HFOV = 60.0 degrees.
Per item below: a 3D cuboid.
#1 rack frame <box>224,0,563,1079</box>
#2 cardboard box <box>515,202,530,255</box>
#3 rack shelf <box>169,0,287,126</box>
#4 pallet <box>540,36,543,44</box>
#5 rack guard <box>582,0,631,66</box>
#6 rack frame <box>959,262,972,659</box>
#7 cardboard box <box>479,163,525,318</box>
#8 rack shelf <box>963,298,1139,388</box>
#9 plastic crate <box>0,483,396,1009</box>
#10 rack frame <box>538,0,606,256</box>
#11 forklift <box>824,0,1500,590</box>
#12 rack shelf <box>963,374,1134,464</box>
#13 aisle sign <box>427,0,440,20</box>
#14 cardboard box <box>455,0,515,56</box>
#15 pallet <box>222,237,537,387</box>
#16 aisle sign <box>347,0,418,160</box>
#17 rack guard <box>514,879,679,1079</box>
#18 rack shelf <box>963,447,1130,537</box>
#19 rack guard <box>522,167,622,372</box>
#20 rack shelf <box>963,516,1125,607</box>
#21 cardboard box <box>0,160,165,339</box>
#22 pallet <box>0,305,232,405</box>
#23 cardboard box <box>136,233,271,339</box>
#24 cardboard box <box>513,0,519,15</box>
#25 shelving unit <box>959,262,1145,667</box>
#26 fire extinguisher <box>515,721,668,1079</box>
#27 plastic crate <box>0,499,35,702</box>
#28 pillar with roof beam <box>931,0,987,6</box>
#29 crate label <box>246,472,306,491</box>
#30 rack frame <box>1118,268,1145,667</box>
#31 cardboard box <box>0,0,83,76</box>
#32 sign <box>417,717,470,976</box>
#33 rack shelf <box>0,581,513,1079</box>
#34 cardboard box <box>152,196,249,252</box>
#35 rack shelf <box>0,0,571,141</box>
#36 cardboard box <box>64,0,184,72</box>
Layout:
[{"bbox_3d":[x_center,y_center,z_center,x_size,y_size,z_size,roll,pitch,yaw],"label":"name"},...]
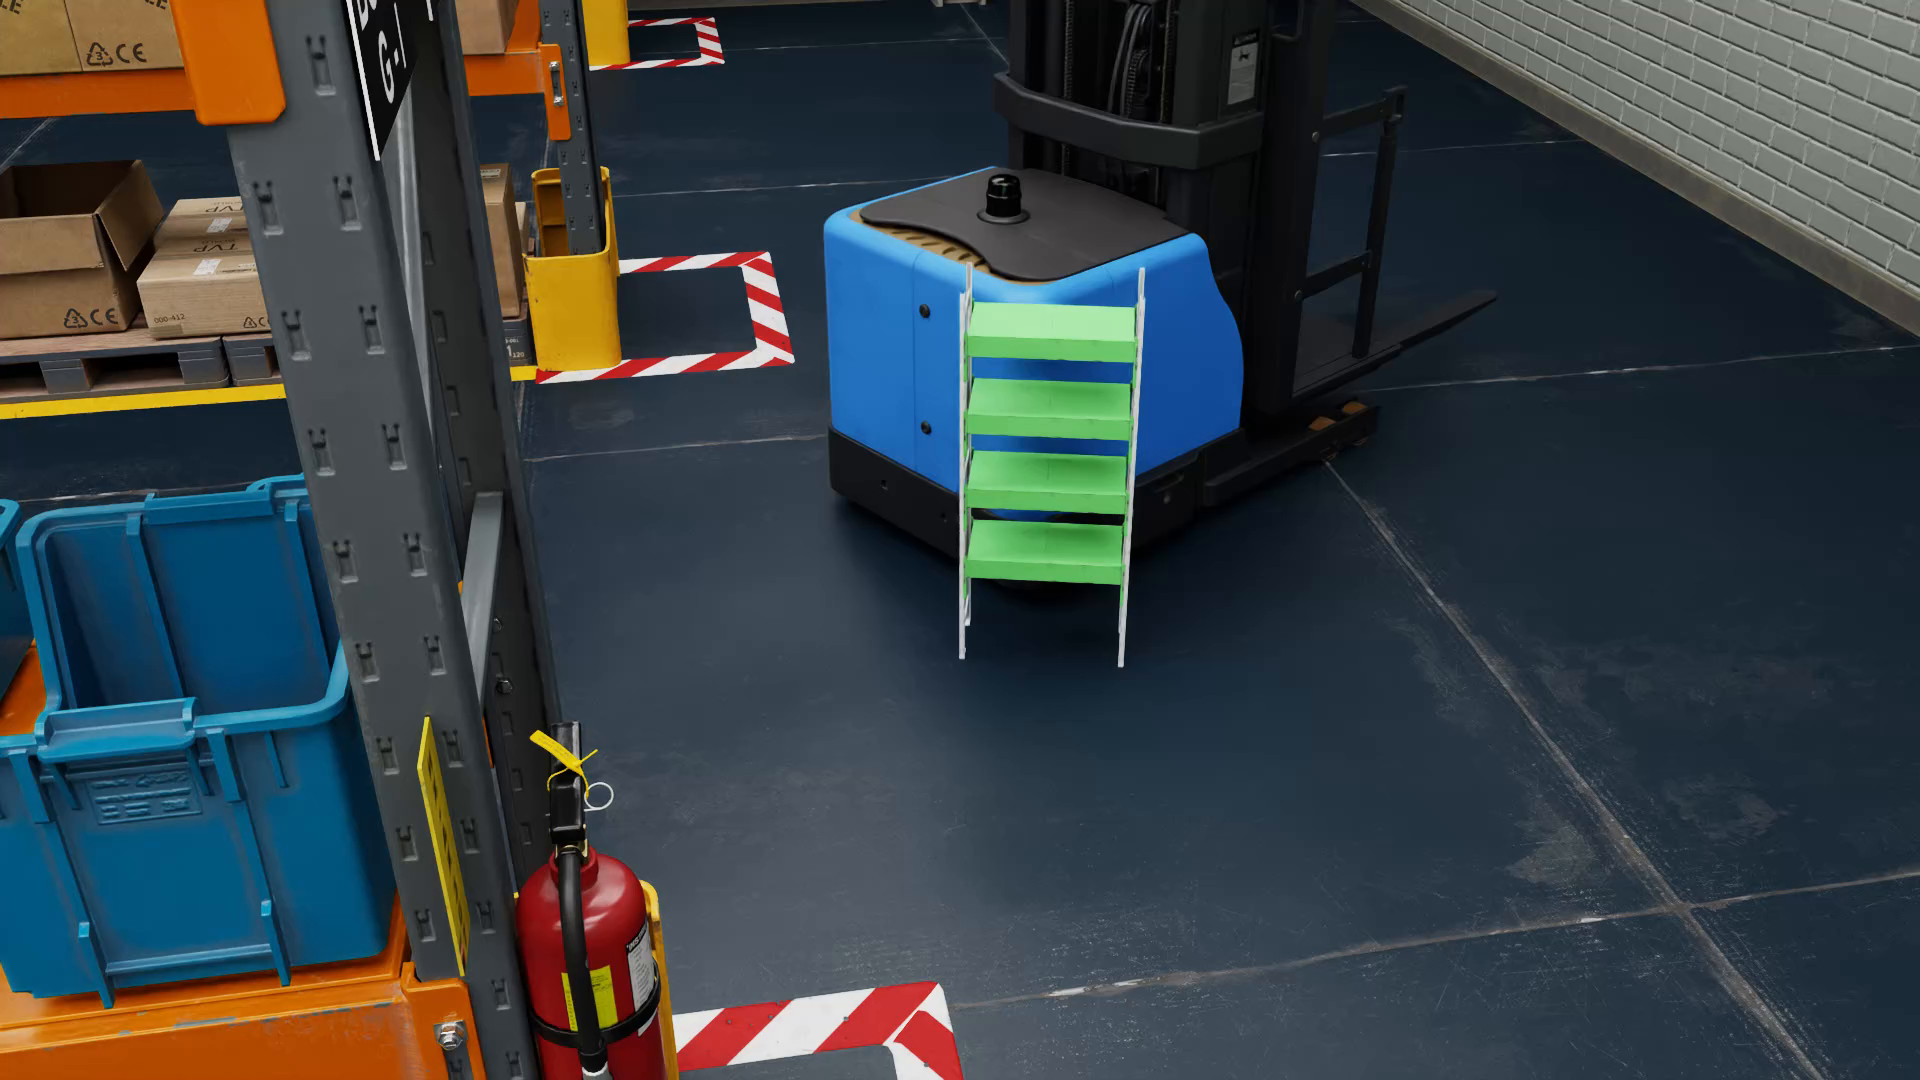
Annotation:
[{"bbox_3d":[-0.733,0.171,2.500,0.053,2.616,0.949,-5,31,-9],"label":"rack frame"},{"bbox_3d":[-2.095,-1.395,7.541,0.250,0.149,0.380,-5,31,-9],"label":"cardboard box"},{"bbox_3d":[-2.700,-0.631,1.615,4.000,0.370,1.077,-5,31,-9],"label":"rack shelf"},{"bbox_3d":[-3.290,-3.456,11.420,1.213,0.211,1.003,-5,31,-9],"label":"pallet"},{"bbox_3d":[-2.494,-3.695,11.541,0.348,0.500,1.175,-5,31,-9],"label":"rack guard"},{"bbox_3d":[0.017,-0.211,4.925,0.015,1.200,0.240,3,31,4],"label":"rack frame"},{"bbox_3d":[-2.112,-1.241,6.933,0.500,0.500,0.500,-5,31,-9],"label":"cardboard box"},{"bbox_3d":[0.260,-0.559,4.695,0.480,0.148,0.258,3,31,4],"label":"rack shelf"},{"bbox_3d":[-1.029,0.252,2.269,0.499,0.435,0.616,-5,31,-9],"label":"plastic crate"},{"bbox_3d":[-1.622,-2.301,6.704,0.127,3.000,1.000,-5,31,-9],"label":"rack frame"},{"bbox_3d":[0.964,-1.732,5.804,3.031,2.935,1.130,-25,39,-36],"label":"forklift"},{"bbox_3d":[0.260,-0.352,4.817,0.480,0.148,0.258,3,31,4],"label":"rack shelf"},{"bbox_3d":[-0.716,-1.106,2.107,0.004,0.787,0.394,-5,31,-9],"label":"aisle sign"},{"bbox_3d":[-2.013,-2.167,6.378,0.500,0.500,0.500,-4,31,-7],"label":"cardboard box"},{"bbox_3d":[-2.480,-1.019,7.274,1.213,0.211,1.003,-5,31,-9],"label":"pallet"},{"bbox_3d":[-0.610,-0.812,1.607,0.004,0.787,0.394,-5,31,-9],"label":"aisle sign"},{"bbox_3d":[-0.712,1.238,3.151,0.348,0.500,1.175,-5,31,-9],"label":"rack guard"},{"bbox_3d":[0.260,-0.145,4.939,0.480,0.148,0.258,3,31,4],"label":"rack shelf"},{"bbox_3d":[-1.696,-1.216,7.326,0.348,0.500,1.175,-5,31,-9],"label":"rack guard"},{"bbox_3d":[0.260,0.062,5.060,0.480,0.148,0.258,3,31,4],"label":"rack shelf"},{"bbox_3d":[-3.709,-1.223,6.900,0.637,0.503,0.797,-5,31,-9],"label":"cardboard box"},{"bbox_3d":[-3.678,-0.909,7.088,1.213,0.211,1.003,-5,31,-9],"label":"pallet"},{"bbox_3d":[-3.052,-1.061,6.874,0.500,0.250,0.500,-5,31,-9],"label":"cardboard box"},{"bbox_3d":[-2.106,-2.435,6.833,0.500,0.500,0.500,-5,31,-8],"label":"cardboard box"},{"bbox_3d":[0.260,-0.200,4.906,0.503,1.200,0.258,3,31,4],"label":"shelving unit"},{"bbox_3d":[-0.503,0.576,2.255,0.183,0.674,0.296,-5,31,-9],"label":"fire extinguisher"},{"bbox_3d":[-1.683,0.134,2.669,0.300,0.233,0.416,-5,31,-9],"label":"plastic crate"},{"bbox_3d":[0.758,-5.888,6.885,0.400,9.000,9.100,-5,31,-9],"label":"pillar with roof beam"},{"bbox_3d":[-1.035,0.074,2.771,0.303,0.233,0.416,-5,31,-9],"label":"crate label"},{"bbox_3d":[0.503,-0.189,4.887,0.015,1.200,0.240,3,31,4],"label":"rack frame"},{"bbox_3d":[-3.510,-2.030,6.144,0.500,0.500,0.500,-6,31,-10],"label":"cardboard box"},{"bbox_3d":[-0.618,0.372,1.998,0.005,0.325,0.100,-5,31,-9],"label":"sign"},{"bbox_3d":[-2.700,0.662,2.375,4.000,0.370,1.077,-5,31,-9],"label":"rack shelf"},{"bbox_3d":[-3.191,-1.306,7.290,0.500,0.250,0.500,-5,31,-9],"label":"cardboard box"},{"bbox_3d":[-3.589,-1.808,6.576,4.000,0.370,1.077,-5,31,-9],"label":"rack shelf"},{"bbox_3d":[-3.015,-2.075,6.222,0.500,0.500,0.500,-5,31,-9],"label":"cardboard box"}]
